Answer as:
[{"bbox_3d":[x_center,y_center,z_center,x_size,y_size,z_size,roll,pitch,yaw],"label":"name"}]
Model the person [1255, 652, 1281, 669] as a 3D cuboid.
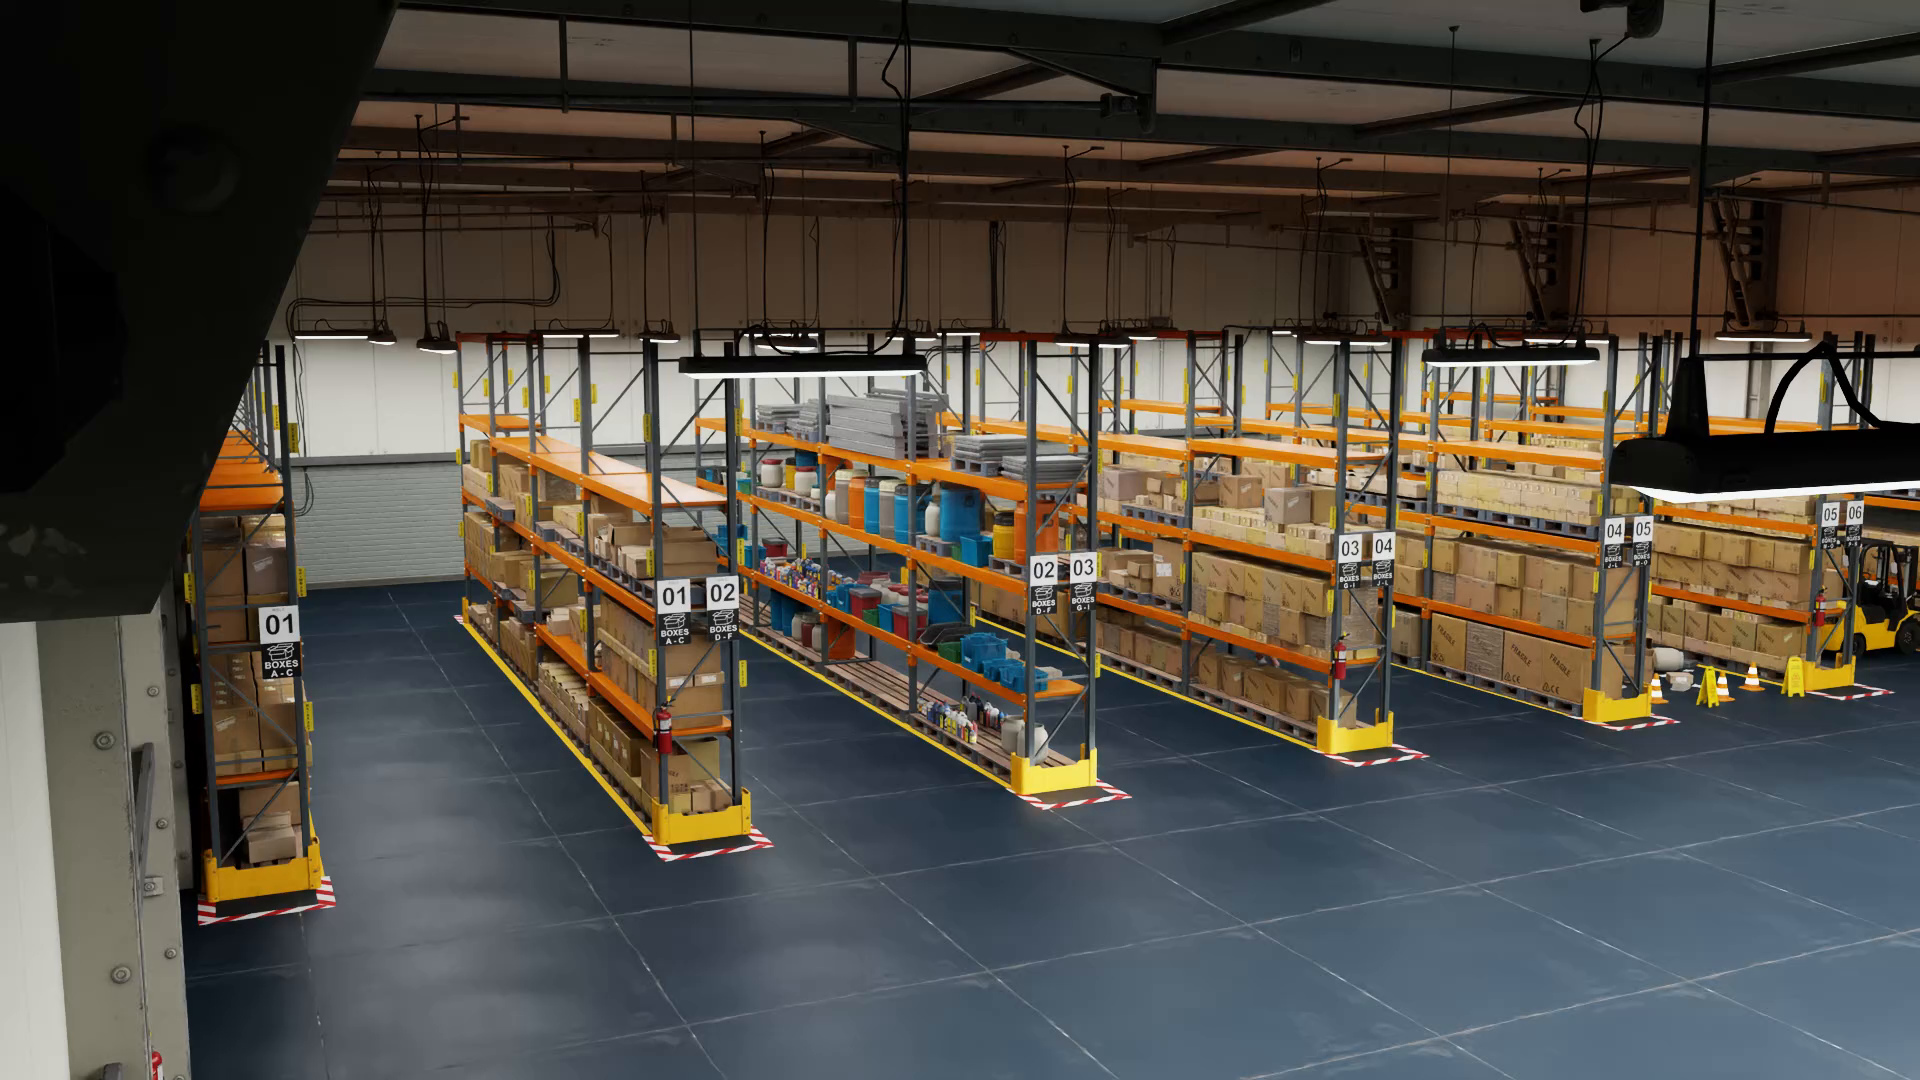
[{"bbox_3d":[5.595,1.510,29.791,0.441,1.599,1.064,-3,8,-22],"label":"person"}]
